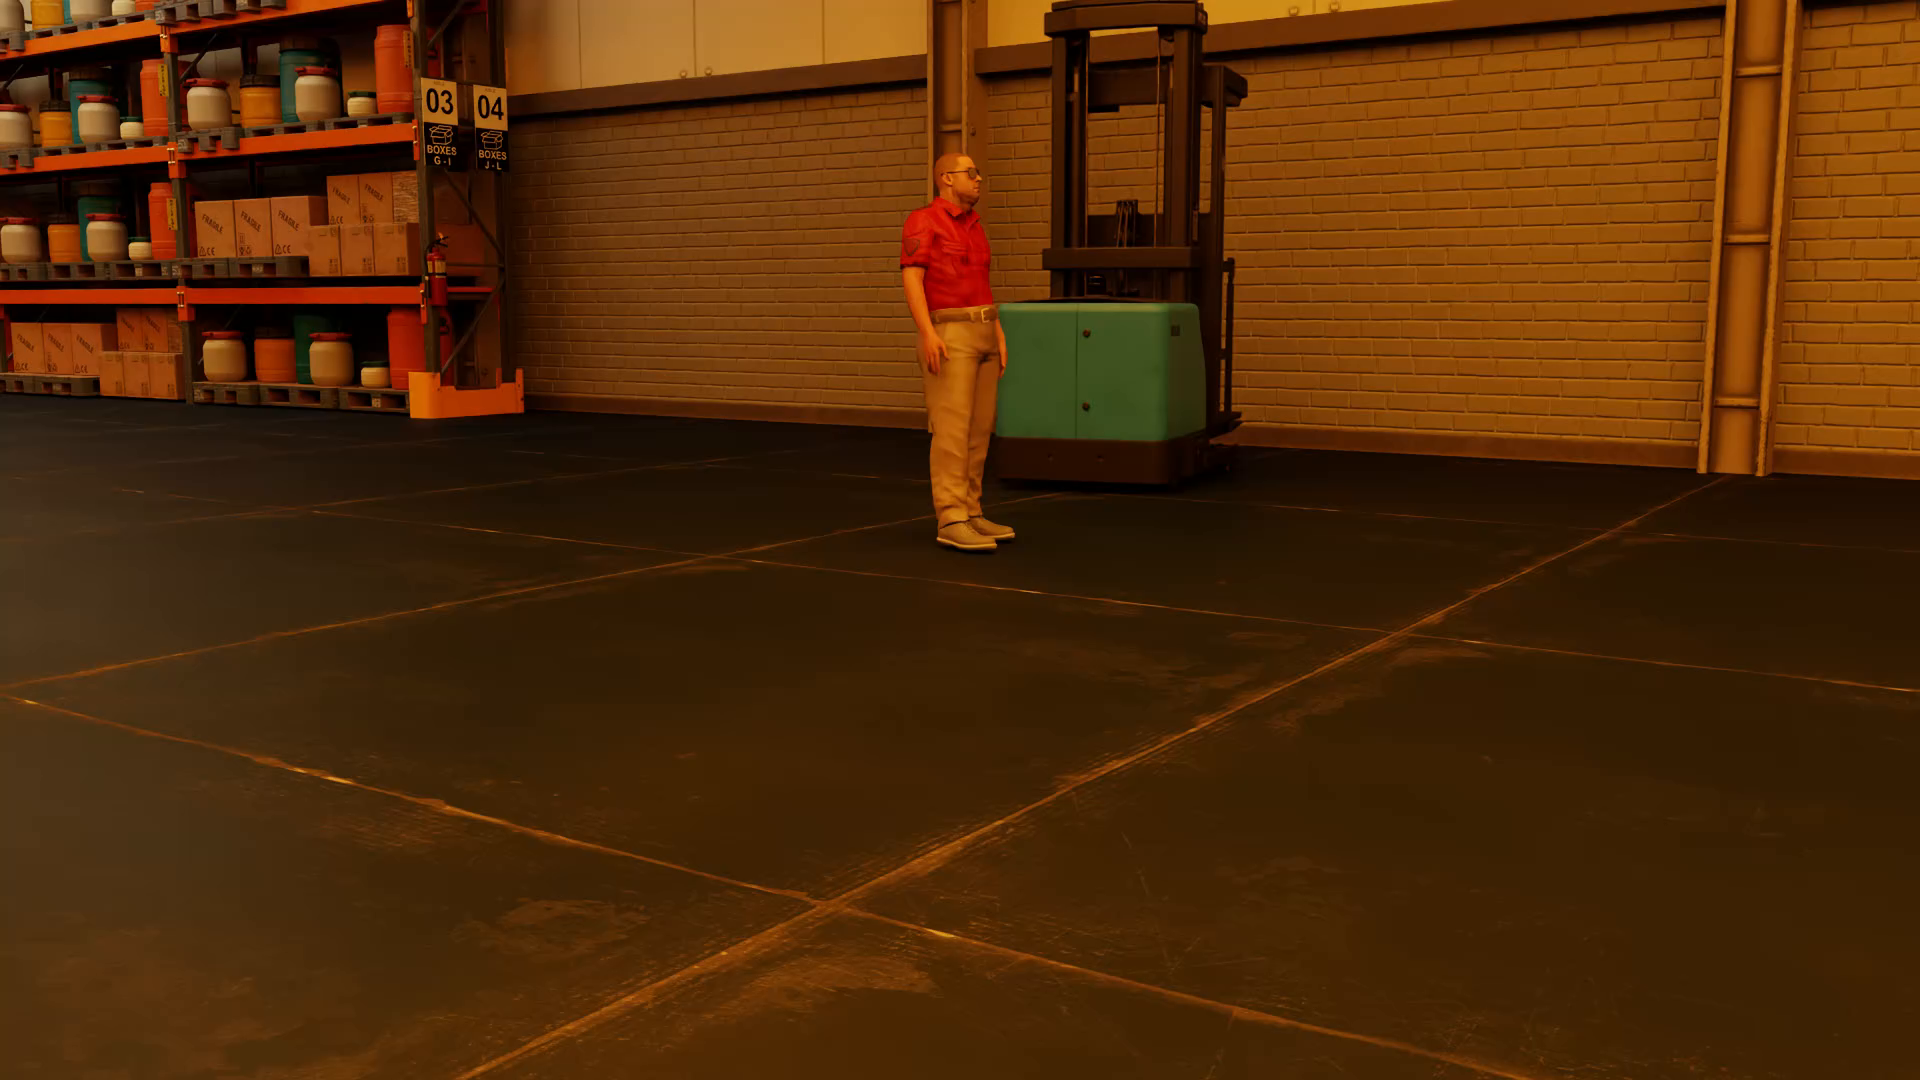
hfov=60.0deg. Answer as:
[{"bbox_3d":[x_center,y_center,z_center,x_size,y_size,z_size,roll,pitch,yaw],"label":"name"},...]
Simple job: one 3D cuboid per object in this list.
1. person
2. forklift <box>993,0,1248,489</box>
[{"bbox_3d":[0.068,-0.855,7.422,0.550,1.728,0.641,5,10,34],"label":"person"},{"bbox_3d":[1.192,-1.910,10.627,1.130,2.935,3.031,3,9,21],"label":"forklift"}]
